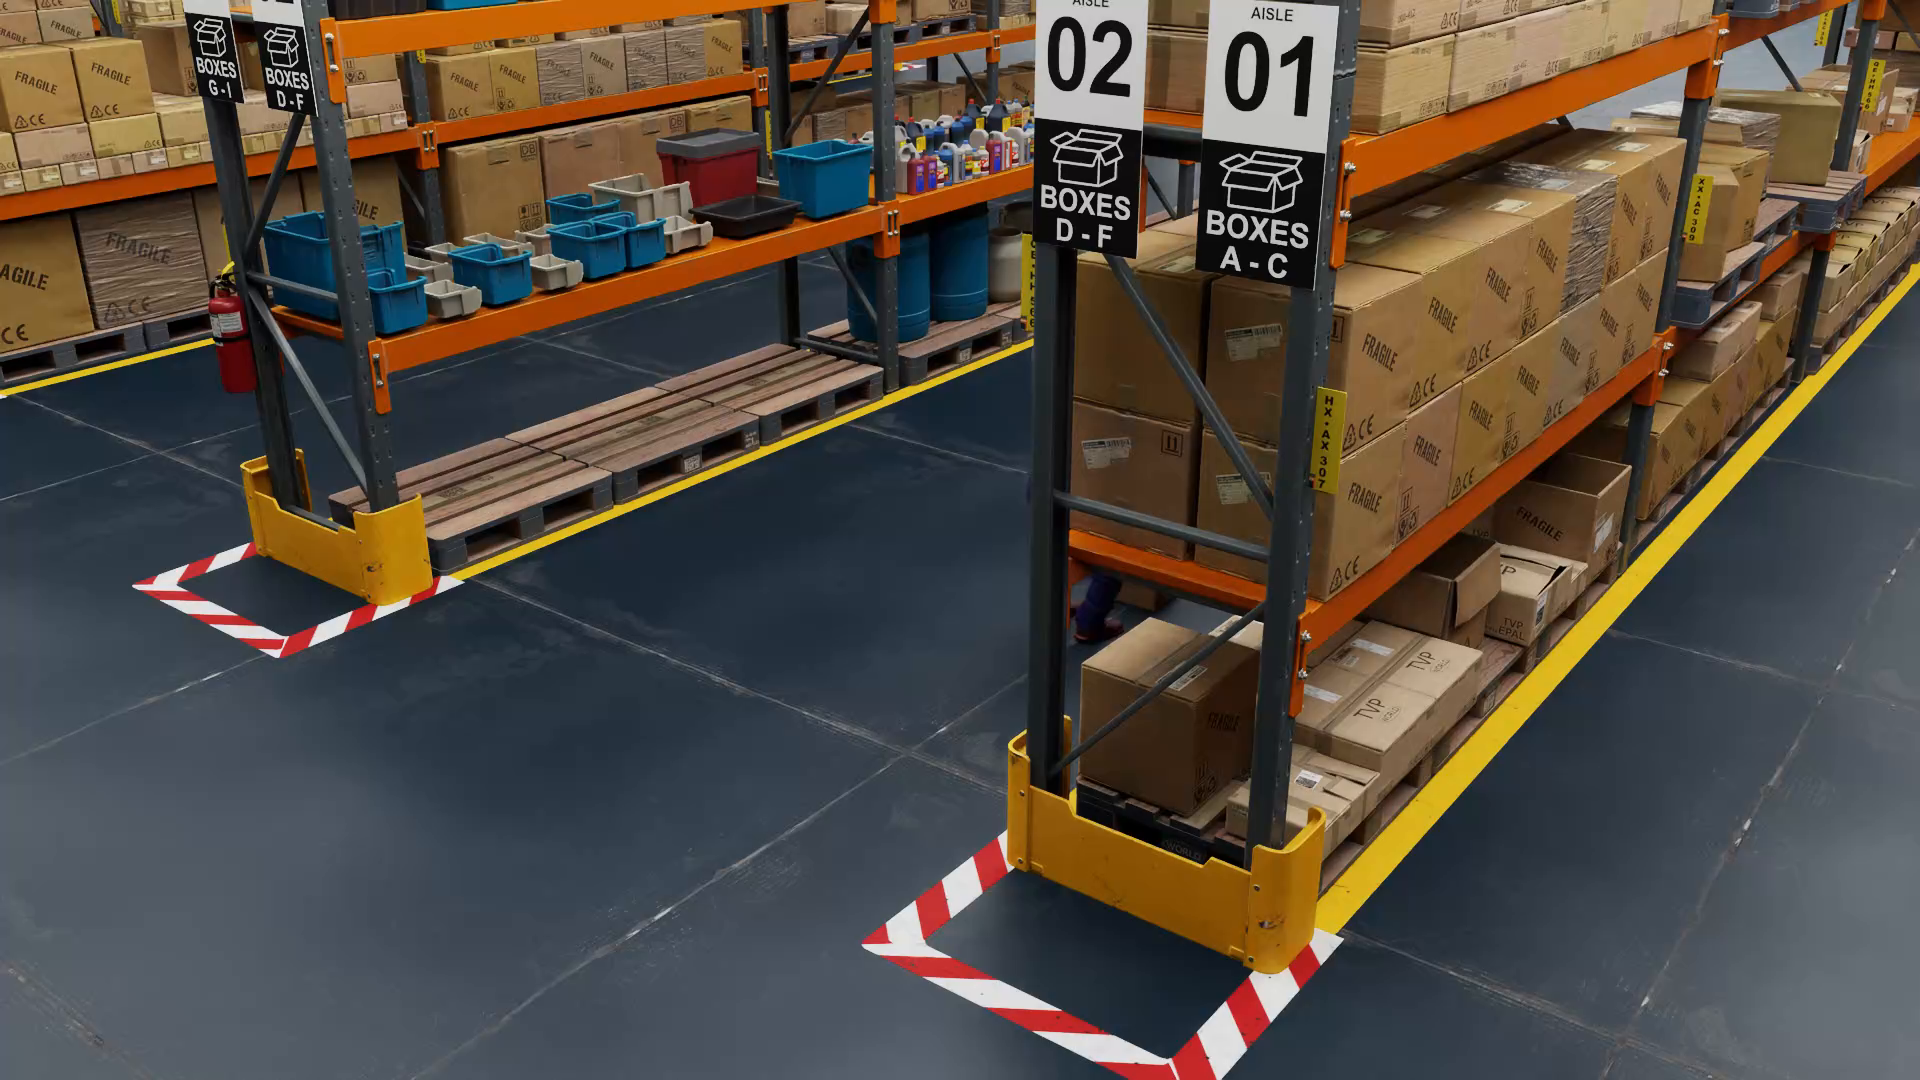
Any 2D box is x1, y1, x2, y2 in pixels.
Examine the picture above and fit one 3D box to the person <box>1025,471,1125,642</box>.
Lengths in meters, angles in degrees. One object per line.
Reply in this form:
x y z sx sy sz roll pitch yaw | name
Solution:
0.581 -0.260 7.951 0.573 1.469 0.528 -19 30 -36 | person
